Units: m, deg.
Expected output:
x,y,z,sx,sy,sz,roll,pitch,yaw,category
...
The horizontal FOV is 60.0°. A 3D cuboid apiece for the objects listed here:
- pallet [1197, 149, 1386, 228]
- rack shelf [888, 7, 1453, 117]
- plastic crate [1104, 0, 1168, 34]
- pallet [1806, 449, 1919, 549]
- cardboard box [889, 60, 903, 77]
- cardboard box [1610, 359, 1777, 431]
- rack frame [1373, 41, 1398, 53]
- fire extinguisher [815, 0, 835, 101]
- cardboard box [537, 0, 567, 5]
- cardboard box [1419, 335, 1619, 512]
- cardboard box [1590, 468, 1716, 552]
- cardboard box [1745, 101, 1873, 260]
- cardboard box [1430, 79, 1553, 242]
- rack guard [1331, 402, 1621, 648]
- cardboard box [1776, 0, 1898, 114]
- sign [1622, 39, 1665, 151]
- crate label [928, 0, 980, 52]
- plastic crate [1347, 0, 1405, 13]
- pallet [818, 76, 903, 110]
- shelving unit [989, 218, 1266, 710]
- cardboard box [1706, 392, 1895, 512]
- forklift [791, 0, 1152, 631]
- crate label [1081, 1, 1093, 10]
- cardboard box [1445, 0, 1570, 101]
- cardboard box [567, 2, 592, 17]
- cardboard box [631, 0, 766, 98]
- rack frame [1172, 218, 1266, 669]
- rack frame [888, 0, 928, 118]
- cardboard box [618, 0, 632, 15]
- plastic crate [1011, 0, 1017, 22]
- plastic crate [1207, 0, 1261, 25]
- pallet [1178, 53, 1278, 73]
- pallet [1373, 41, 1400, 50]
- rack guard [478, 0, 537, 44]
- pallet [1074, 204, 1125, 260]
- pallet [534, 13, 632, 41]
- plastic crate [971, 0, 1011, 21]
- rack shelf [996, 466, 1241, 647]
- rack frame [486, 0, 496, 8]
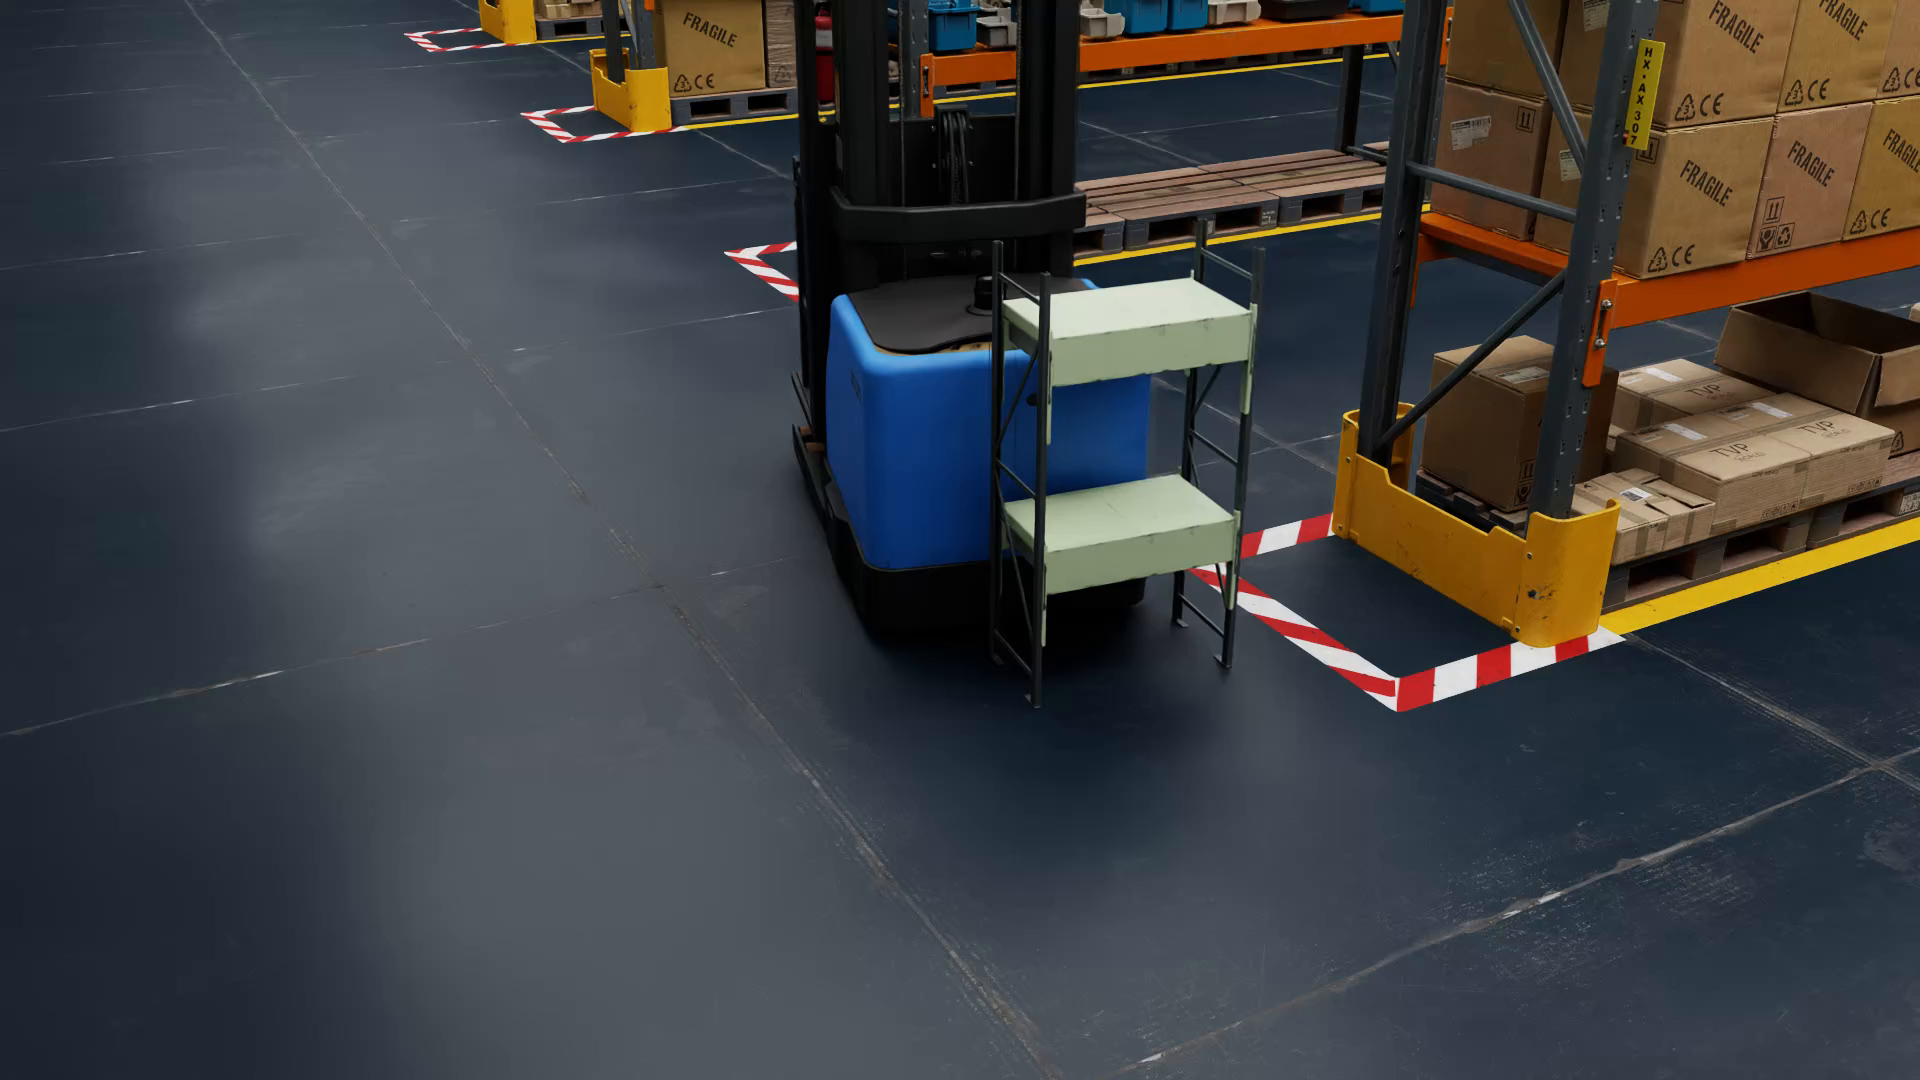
x,y,z,sx,sy,sz,roll,pitch,yaw,category
2.434,-2.484,11.680,1.213,0.211,1.003,-13,29,-25,pallet
1.300,-3.174,10.726,4.000,0.370,1.077,-13,29,-25,rack shelf
1.070,-3.235,10.147,0.300,0.233,0.416,-13,29,-25,plastic crate
3.708,-0.366,7.269,1.213,0.211,1.003,-13,29,-25,pallet
-0.680,-4.742,15.130,0.875,0.875,0.875,-13,29,-25,cardboard box
3.079,-0.544,7.086,0.500,0.250,0.500,-13,29,-25,cardboard box
4.263,-6.612,17.056,0.127,3.000,1.000,-13,29,-25,rack frame
-0.812,-3.031,10.117,0.183,0.674,0.296,-13,29,-25,fire extinguisher
-4.457,-5.944,18.130,0.250,0.149,0.380,-12,28,-23,cardboard box
2.227,-0.475,6.653,0.500,0.500,0.500,-13,29,-25,cardboard box
2.614,-0.125,6.309,0.250,0.166,0.380,-13,29,-25,cardboard box
2.831,-1.340,5.961,0.500,0.500,0.500,-13,29,-26,cardboard box
2.130,-1.439,6.165,0.500,0.500,0.500,-12,28,-24,cardboard box
1.930,-0.087,6.354,0.348,0.500,1.175,-13,29,-25,rack guard
2.836,-1.793,5.749,0.500,0.500,0.500,-13,28,-25,cardboard box
2.118,-1.382,5.162,0.005,0.325,0.100,-13,29,-25,sign
-0.092,-2.967,9.588,0.303,0.233,0.416,-13,29,-25,crate label
2.813,-3.700,10.940,0.575,0.384,0.392,-13,29,-25,plastic crate
-1.052,-4.165,15.181,1.213,0.211,1.003,-13,29,-25,pallet
0.527,-0.248,5.534,0.755,1.500,0.431,-10,27,-19,shelving unit
3.358,-0.363,6.710,0.500,0.250,0.500,-13,29,-25,cardboard box
-0.133,-1.612,6.722,1.130,2.935,3.031,-5,26,-11,forklift
0.666,-3.354,10.505,0.243,0.136,0.396,-13,29,-25,crate label
2.126,-1.890,5.950,0.500,0.500,0.500,-13,29,-26,cardboard box
-4.235,-5.871,18.320,0.250,0.149,0.380,-13,29,-25,cardboard box
-2.269,-4.375,14.366,0.875,0.875,0.875,-13,29,-25,cardboard box
0.867,-0.307,5.656,0.023,1.500,0.400,-10,27,-19,rack frame
-0.465,-3.091,9.722,0.127,3.000,1.000,-13,29,-25,rack frame
-3.742,-5.934,18.452,0.250,0.149,0.380,-13,28,-24,cardboard box
0.489,-3.101,9.868,0.300,0.233,0.416,-13,29,-25,plastic crate
1.669,-3.344,10.485,0.466,0.136,0.293,-13,29,-25,plastic crate
2.457,-4.976,16.871,1.213,0.211,1.003,-13,29,-25,pallet
4.954,-5.513,17.990,1.213,0.211,1.003,-13,29,-25,pallet
-4.973,-5.786,18.224,0.348,0.500,1.175,-13,29,-25,rack guard
0.281,-1.987,10.645,1.213,0.211,1.003,-13,29,-25,pallet
-4.240,-5.808,18.603,1.213,0.211,1.003,-13,29,-25,pallet
0.169,-3.234,10.256,0.243,0.136,0.396,-13,29,-25,plastic crate
0.527,0.046,5.675,0.720,0.370,0.431,-10,27,-19,rack shelf
-5.040,-6.897,17.650,0.127,3.000,1.000,-13,29,-25,rack frame
